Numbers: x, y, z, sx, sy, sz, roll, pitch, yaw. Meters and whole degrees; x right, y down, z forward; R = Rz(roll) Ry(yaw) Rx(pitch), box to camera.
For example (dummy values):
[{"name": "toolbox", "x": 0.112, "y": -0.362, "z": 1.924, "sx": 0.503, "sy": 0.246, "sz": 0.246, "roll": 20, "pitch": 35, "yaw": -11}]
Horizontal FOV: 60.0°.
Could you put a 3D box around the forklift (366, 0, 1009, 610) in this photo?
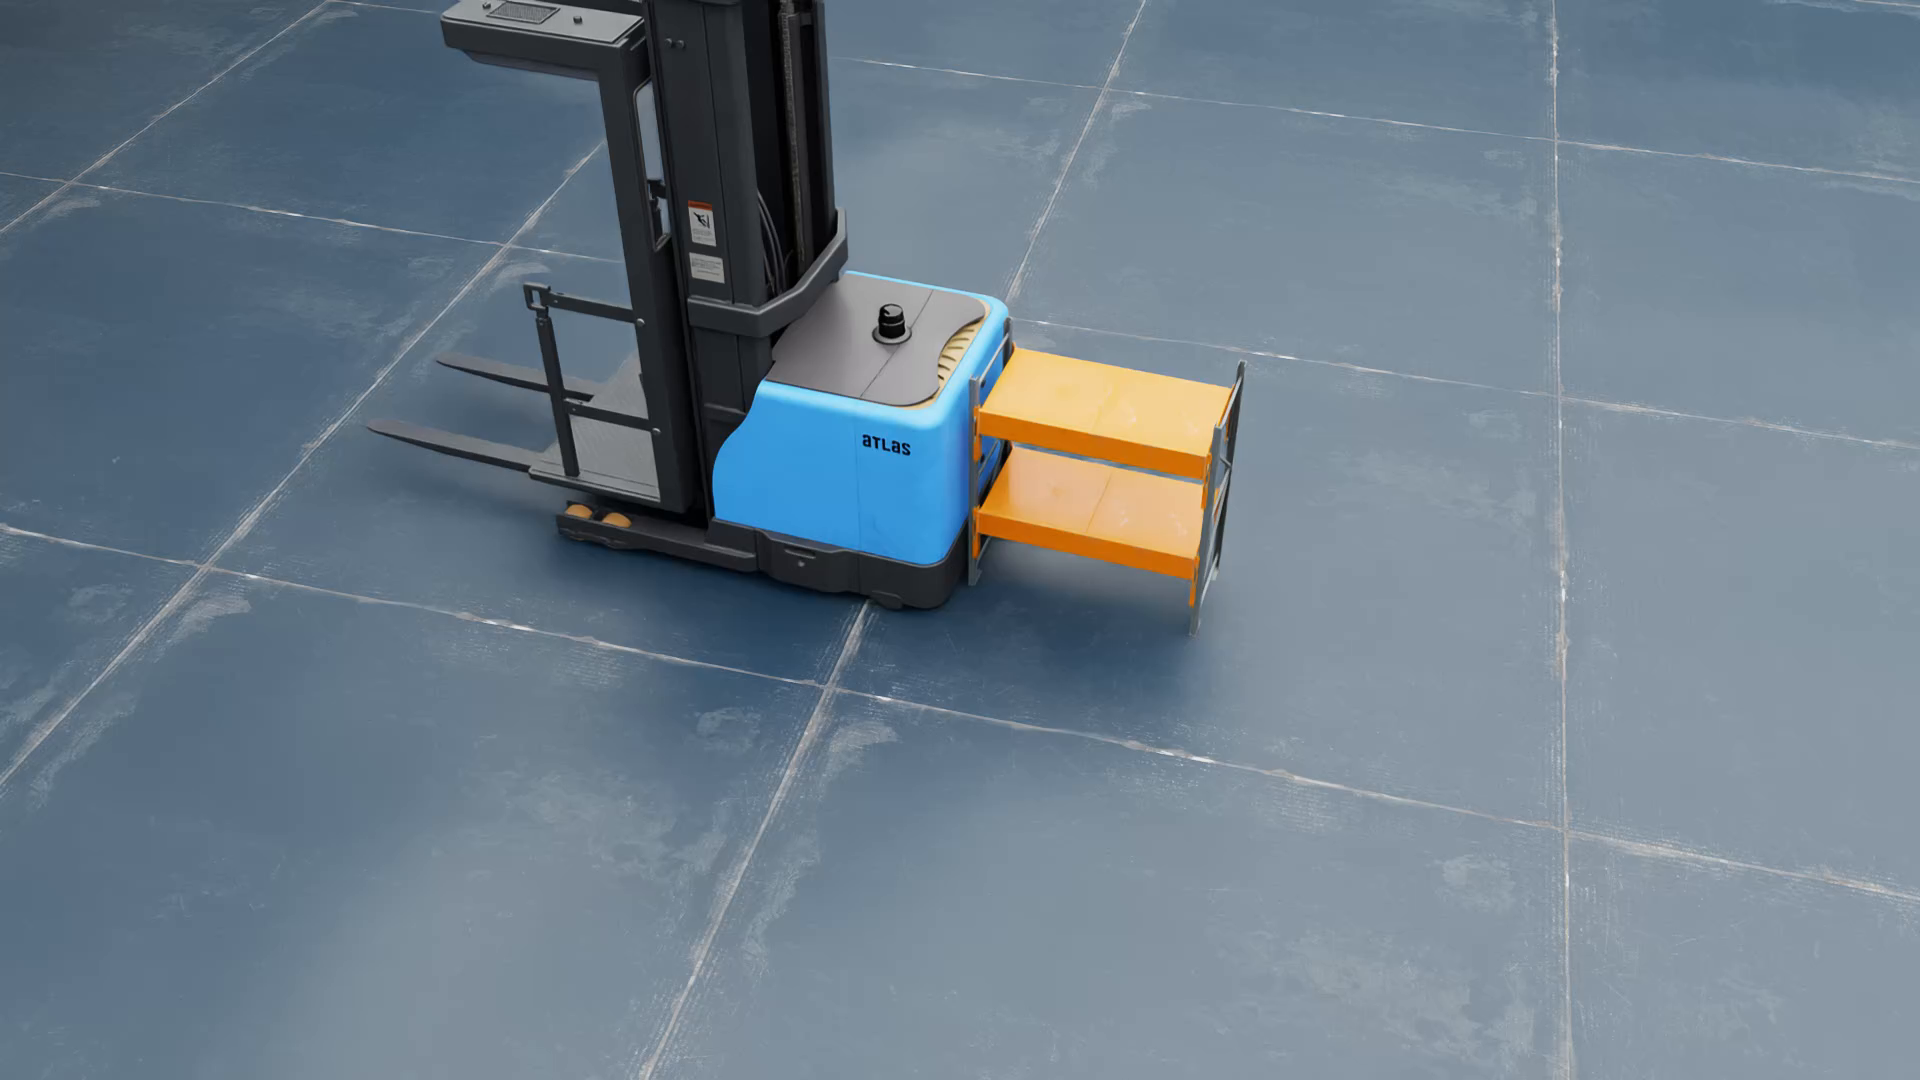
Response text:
[{"name": "forklift", "x": -1.344, "y": -1.387, "z": 7.122, "sx": 3.031, "sy": 2.935, "sz": 1.130, "roll": 13, "pitch": 42, "yaw": 15}]

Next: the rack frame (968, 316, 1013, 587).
[{"name": "rack frame", "x": 0.132, "y": -0.376, "z": 7.323, "sx": 0.032, "sy": 1.125, "sz": 0.500, "roll": 13, "pitch": 42, "yaw": 15}]

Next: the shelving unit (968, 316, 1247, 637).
[{"name": "shelving unit", "x": 0.613, "y": -0.269, "z": 7.196, "sx": 1.048, "sy": 1.125, "sz": 0.538, "roll": 13, "pitch": 42, "yaw": 15}]

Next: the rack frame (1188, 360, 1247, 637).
[{"name": "rack frame", "x": 1.093, "y": -0.162, "z": 7.068, "sx": 0.032, "sy": 1.125, "sz": 0.500, "roll": 13, "pitch": 42, "yaw": 15}]

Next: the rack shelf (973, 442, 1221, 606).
[{"name": "rack shelf", "x": 0.613, "y": -0.082, "z": 7.353, "sx": 1.000, "sy": 0.278, "sz": 0.538, "roll": 13, "pitch": 42, "yaw": 15}]

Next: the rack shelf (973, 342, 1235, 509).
[{"name": "rack shelf", "x": 0.613, "y": -0.493, "z": 7.007, "sx": 1.000, "sy": 0.278, "sz": 0.538, "roll": 13, "pitch": 42, "yaw": 15}]
